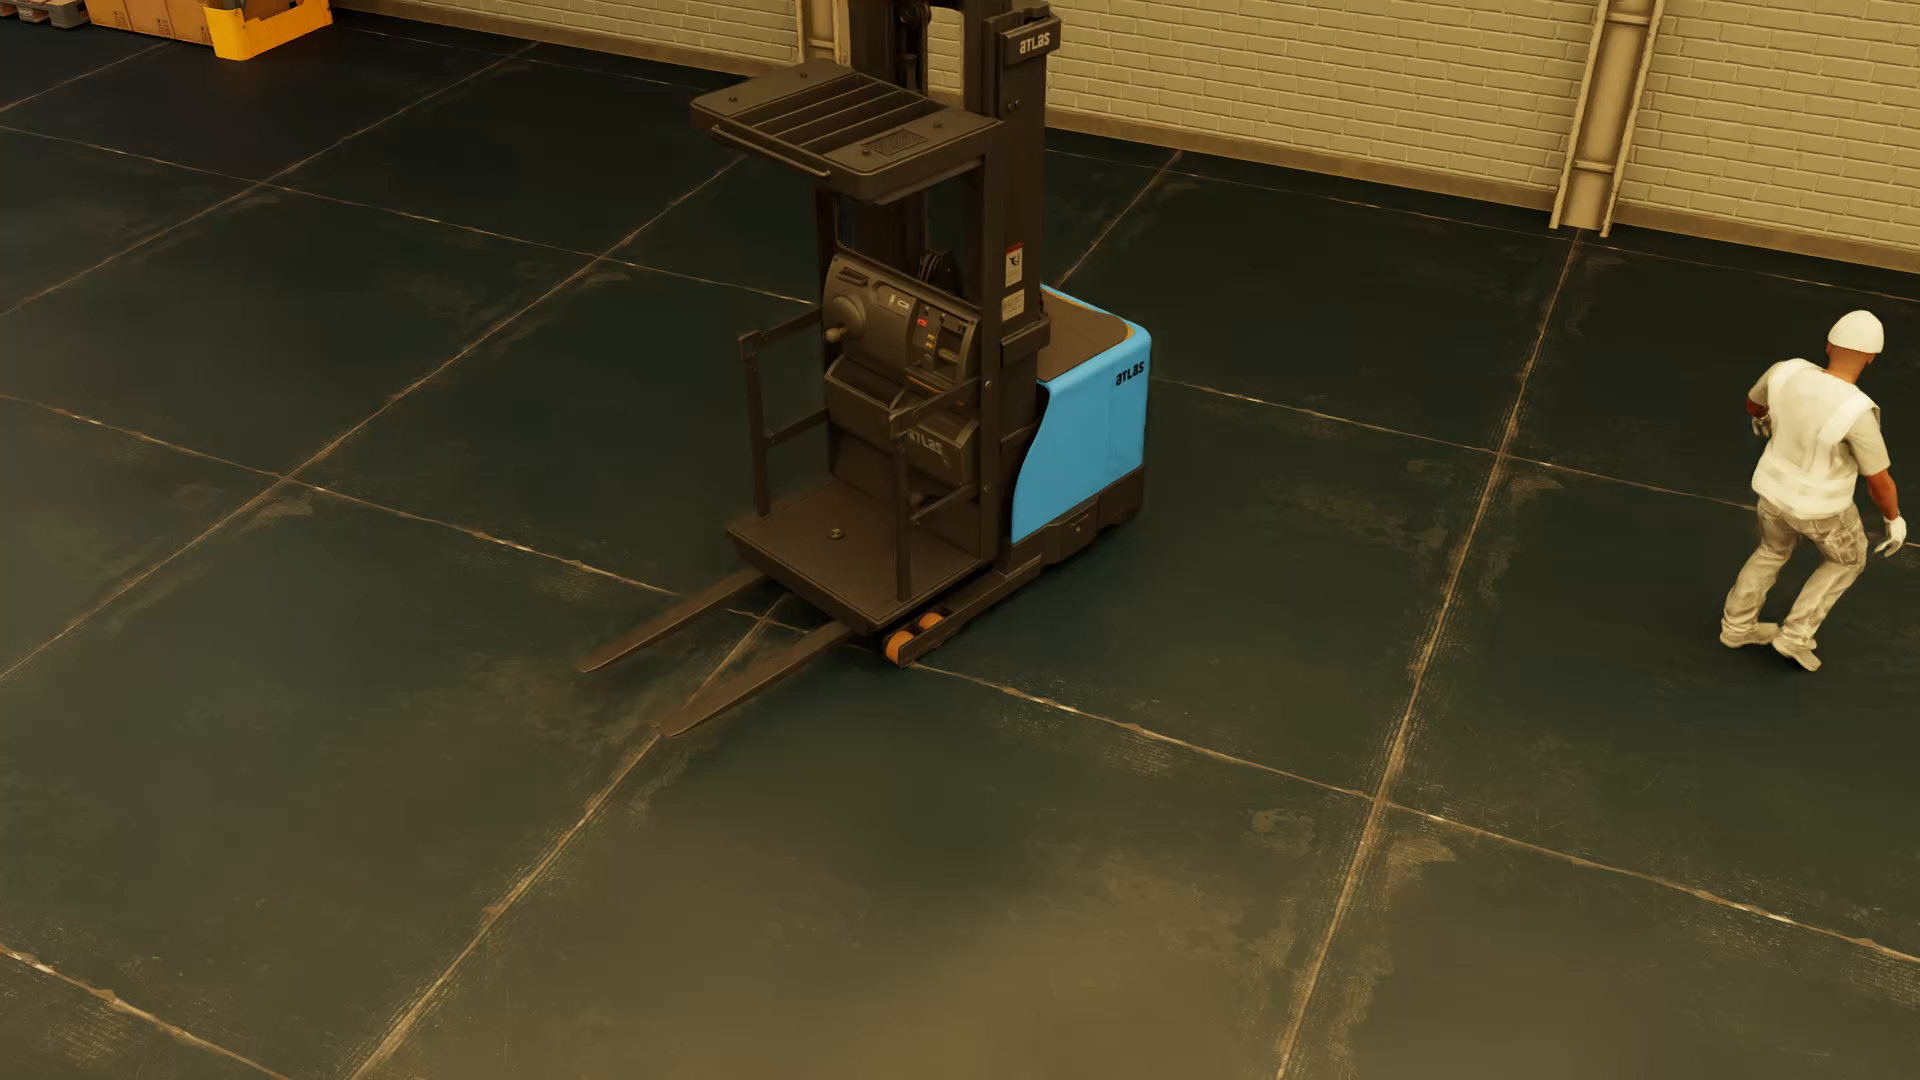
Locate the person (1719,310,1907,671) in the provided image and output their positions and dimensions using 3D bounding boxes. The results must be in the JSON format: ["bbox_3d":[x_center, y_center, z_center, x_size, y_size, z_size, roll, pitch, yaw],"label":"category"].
[{"bbox_3d":[3.786,-0.223,7.438,0.488,1.788,0.913,-12,37,-16],"label":"person"}]

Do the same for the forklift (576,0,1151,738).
[{"bbox_3d":[-0.425,-0.939,7.403,1.130,2.935,3.031,29,45,35],"label":"forklift"}]
